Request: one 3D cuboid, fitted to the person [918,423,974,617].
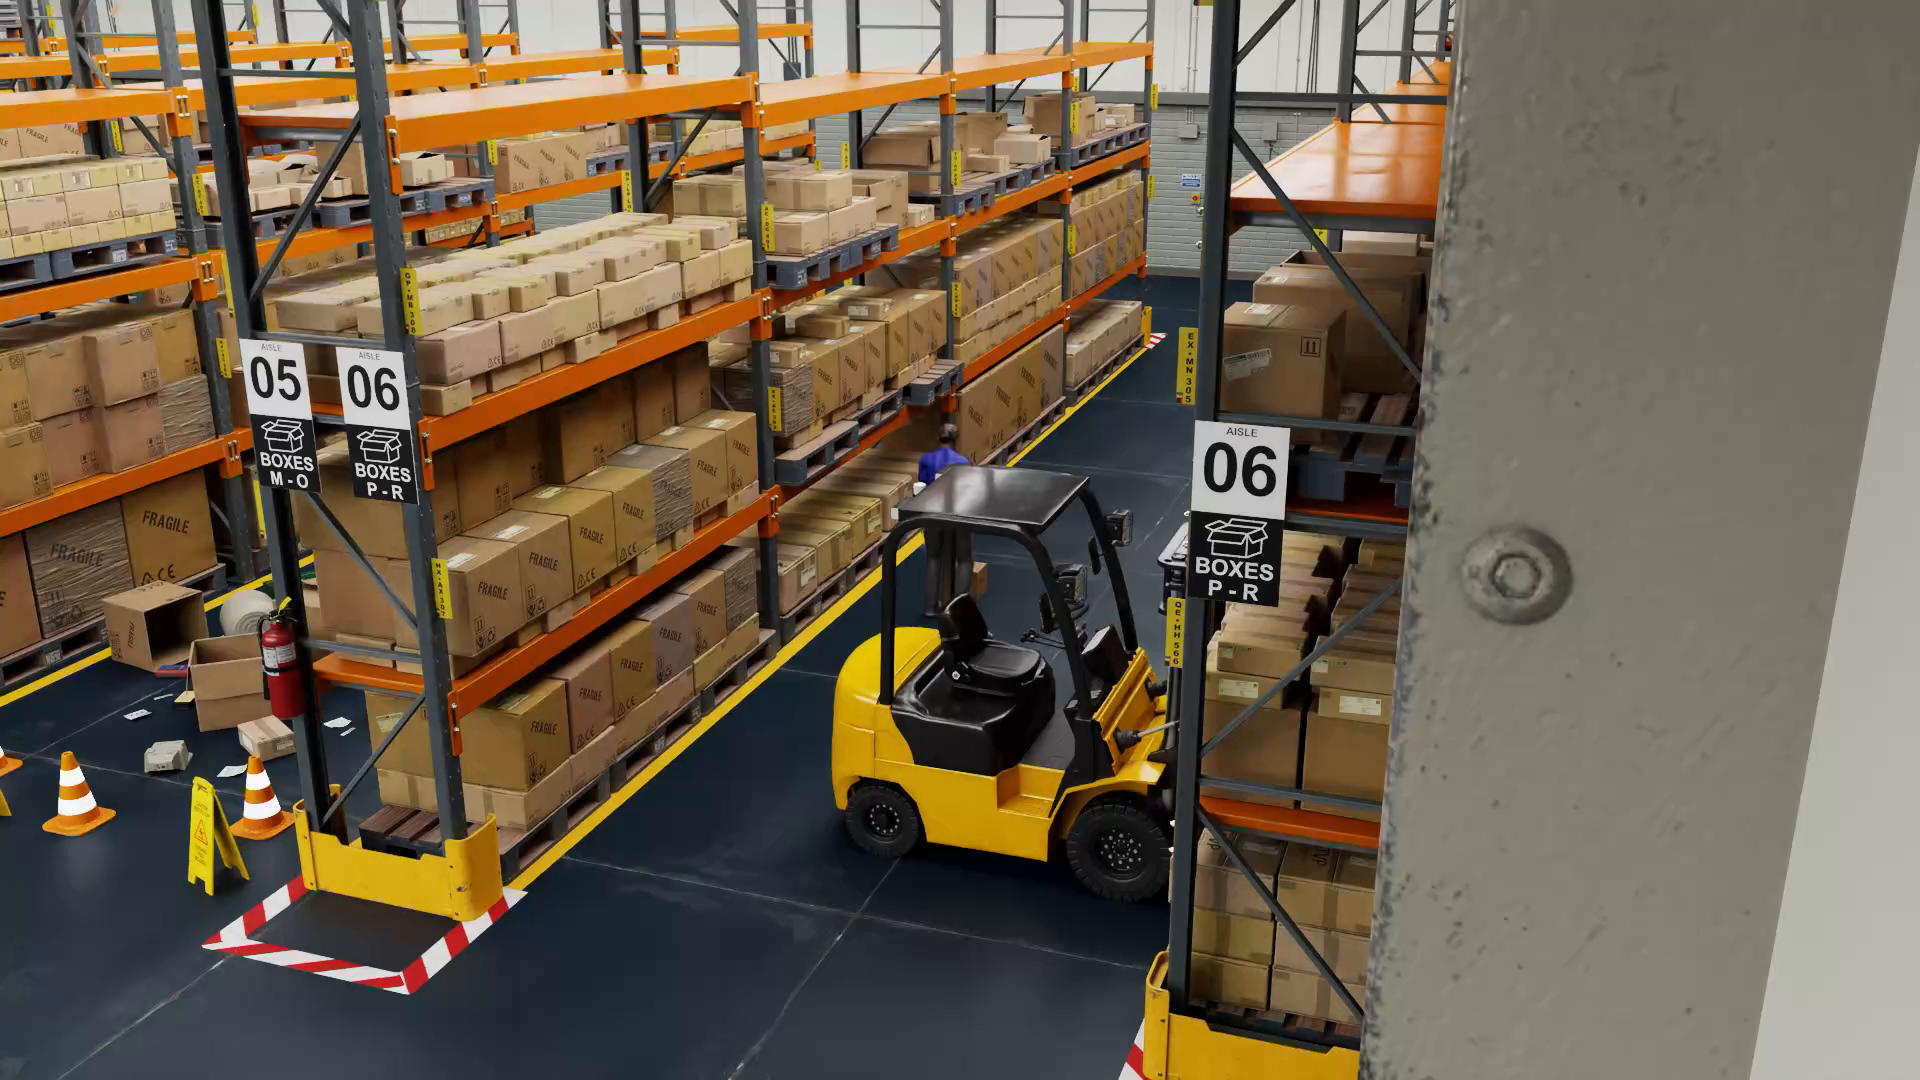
[{"bbox_3d":[-0.123,-0.141,13.385,0.465,1.588,0.411,7,20,20],"label":"person"}]
